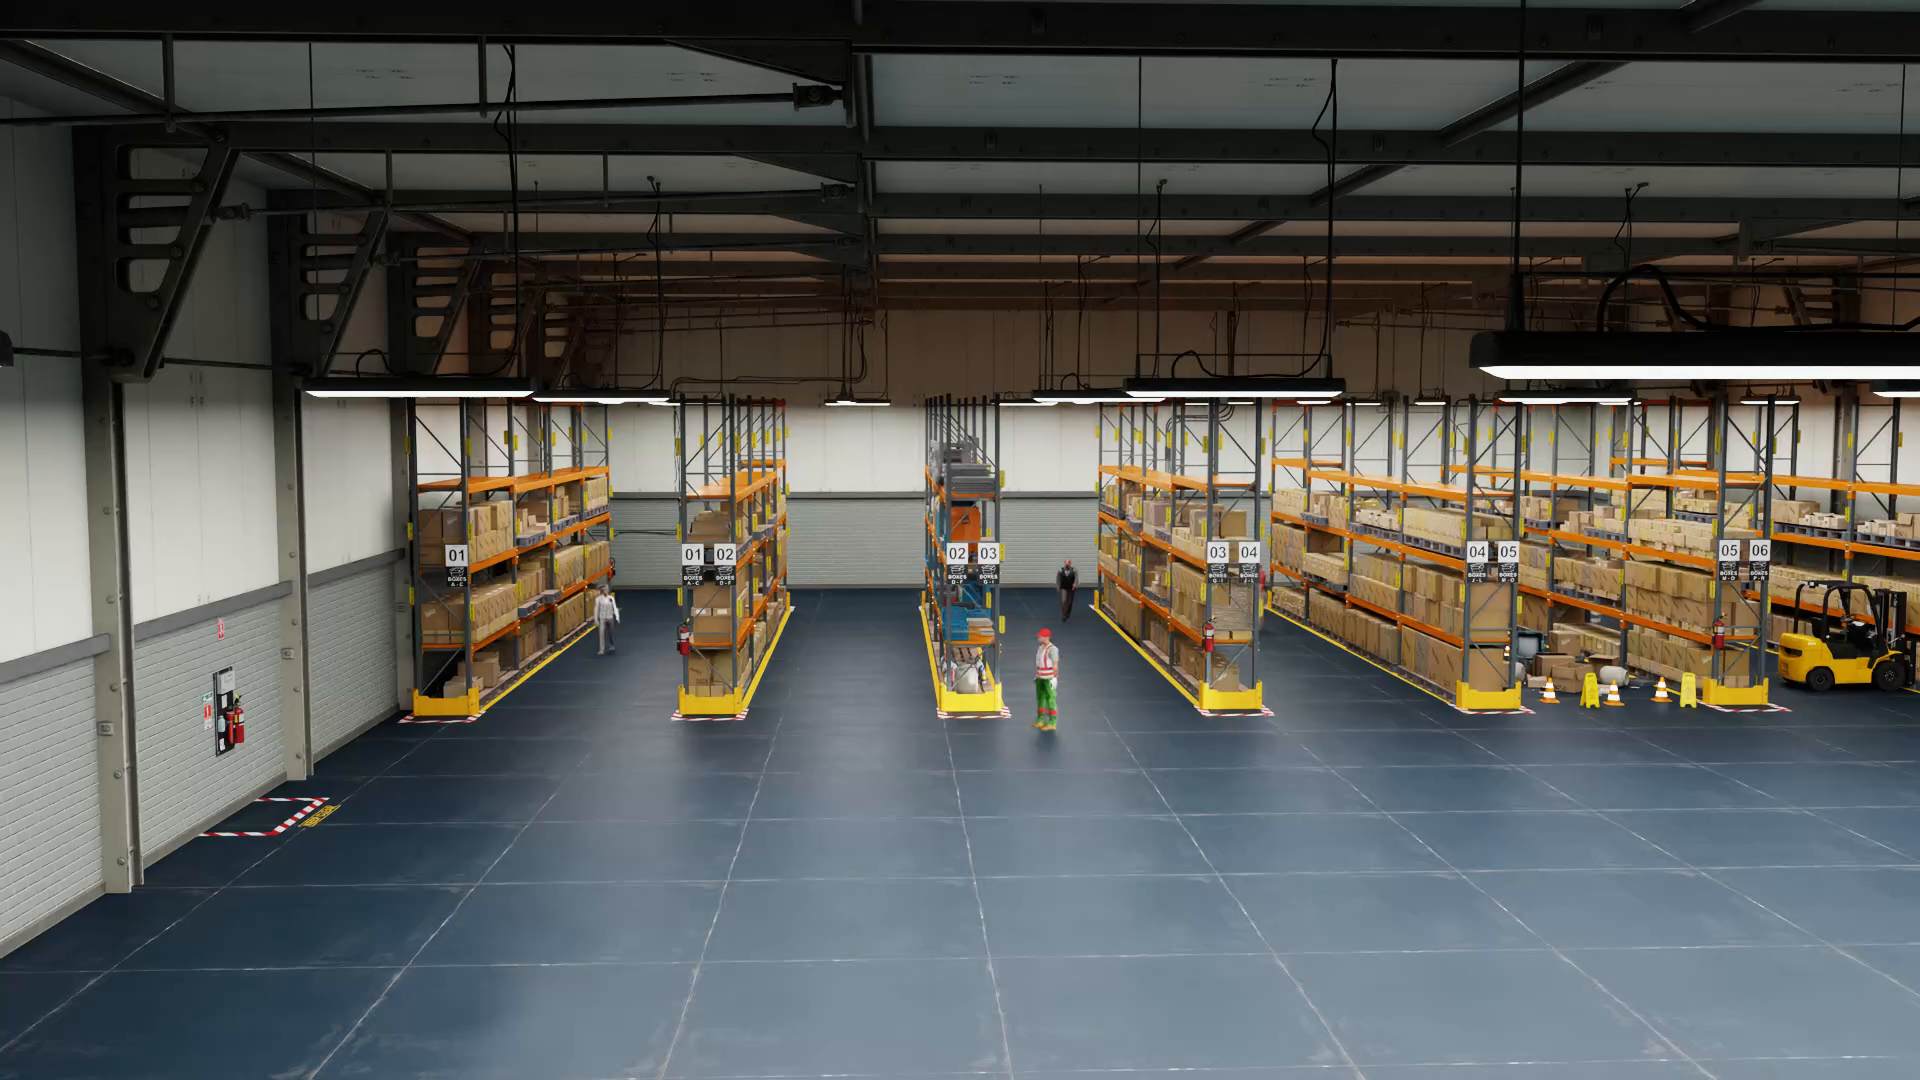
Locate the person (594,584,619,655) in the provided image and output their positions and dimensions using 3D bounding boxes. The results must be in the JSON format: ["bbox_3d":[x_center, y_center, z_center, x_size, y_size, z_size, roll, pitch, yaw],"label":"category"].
[{"bbox_3d":[-8.233,1.832,38.753,0.603,1.638,0.983,0,5,-4],"label":"person"}]

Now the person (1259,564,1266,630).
[{"bbox_3d":[7.691,1.461,42.936,0.406,1.737,0.546,0,5,0],"label":"person"}]

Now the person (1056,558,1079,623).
[{"bbox_3d":[2.903,1.355,44.892,0.595,1.726,0.940,0,5,0],"label":"person"}]

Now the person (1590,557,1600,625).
[{"bbox_3d":[16.874,1.346,44.184,0.429,1.794,0.605,1,5,12],"label":"person"}]

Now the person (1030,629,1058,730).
[{"bbox_3d":[1.496,2.474,29.693,0.426,1.791,0.597,-3,5,-34],"label":"person"}]
